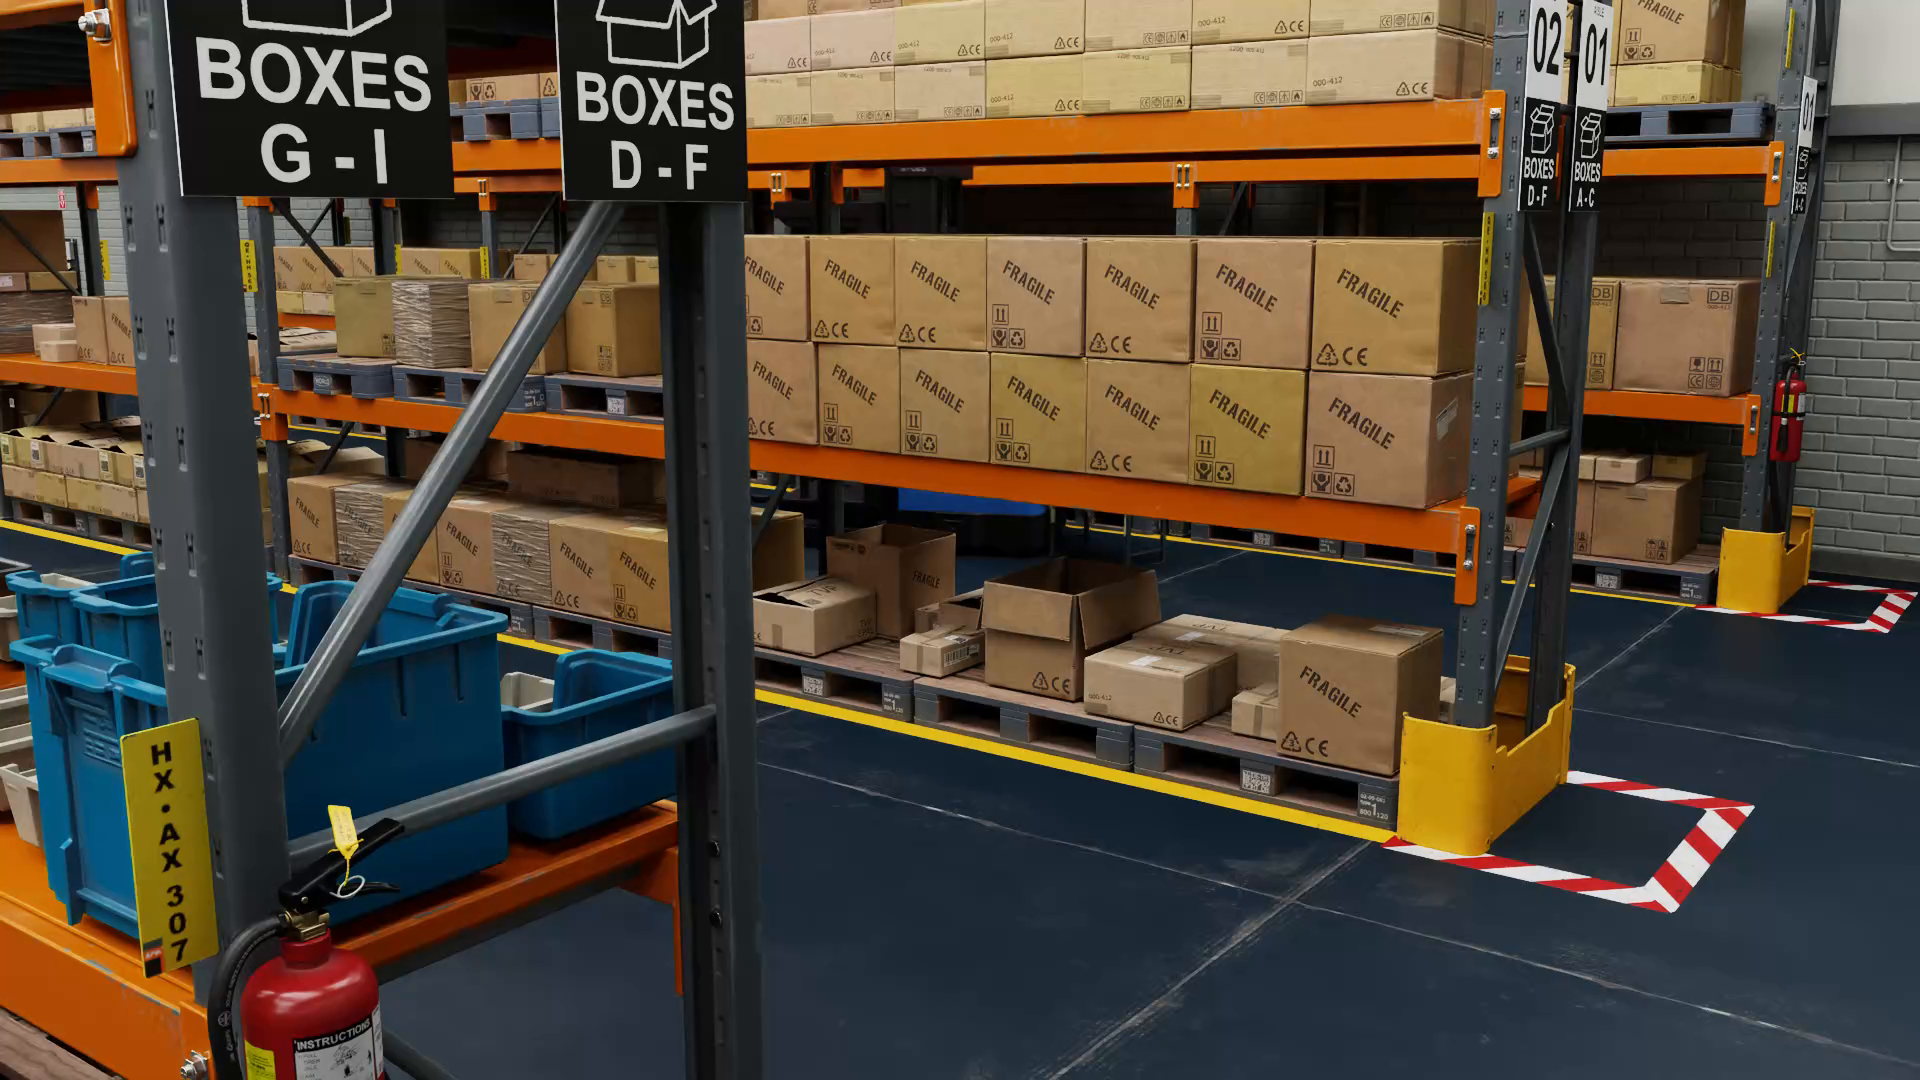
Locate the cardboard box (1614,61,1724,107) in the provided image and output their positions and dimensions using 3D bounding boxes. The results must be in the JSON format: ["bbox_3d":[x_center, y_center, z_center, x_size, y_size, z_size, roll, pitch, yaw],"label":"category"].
[{"bbox_3d":[4.411,-2.821,10.342,0.500,0.250,0.500,8,14,37],"label":"cardboard box"}]

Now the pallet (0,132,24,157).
[{"bbox_3d":[-8.146,-3.236,13.696,1.213,0.211,1.003,8,13,36],"label":"pallet"}]

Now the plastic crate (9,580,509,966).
[{"bbox_3d":[-1.086,0.336,2.644,0.499,0.435,0.616,8,13,36],"label":"plastic crate"}]

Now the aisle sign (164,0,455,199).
[{"bbox_3d":[-0.821,-0.831,2.086,0.004,0.787,0.394,8,13,36],"label":"aisle sign"}]

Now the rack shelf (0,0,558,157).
[{"bbox_3d":[-2.318,-0.952,3.552,4.000,0.370,1.077,8,13,36],"label":"rack shelf"}]

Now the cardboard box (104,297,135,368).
[{"bbox_3d":[-6.005,-1.560,12.432,0.500,0.500,0.500,8,14,36],"label":"cardboard box"}]

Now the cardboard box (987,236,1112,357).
[{"bbox_3d":[0.465,-1.086,7.350,0.500,0.500,0.500,8,14,37],"label":"cardboard box"}]

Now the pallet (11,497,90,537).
[{"bbox_3d":[-6.826,-0.269,13.365,1.213,0.211,1.003,8,13,36],"label":"pallet"}]

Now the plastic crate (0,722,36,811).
[{"bbox_3d":[-1.695,0.393,3.136,0.243,0.136,0.396,8,13,36],"label":"plastic crate"}]

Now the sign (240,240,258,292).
[{"bbox_3d":[-4.545,-1.748,10.622,0.005,0.325,0.100,8,13,36],"label":"sign"}]

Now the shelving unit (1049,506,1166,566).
[{"bbox_3d":[1.041,-0.600,11.685,0.431,1.500,0.755,-10,15,-41],"label":"shelving unit"}]

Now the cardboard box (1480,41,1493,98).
[{"bbox_3d":[1.966,-1.862,6.753,0.500,0.250,0.500,8,13,36],"label":"cardboard box"}]

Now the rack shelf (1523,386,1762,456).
[{"bbox_3d":[3.546,-0.996,11.677,4.000,0.370,1.077,8,13,36],"label":"rack shelf"}]

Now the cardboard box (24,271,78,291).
[{"bbox_3d":[-7.545,-2.143,13.736,0.250,0.149,0.380,8,13,35],"label":"cardboard box"}]

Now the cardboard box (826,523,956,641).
[{"bbox_3d":[-0.368,0.216,8.938,0.500,0.500,0.500,8,13,36],"label":"cardboard box"}]

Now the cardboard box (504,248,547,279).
[{"bbox_3d":[-4.769,-2.863,17.799,0.500,0.500,0.500,8,13,34],"label":"cardboard box"}]

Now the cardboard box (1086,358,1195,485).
[{"bbox_3d":[0.888,-0.538,7.152,0.500,0.500,0.500,8,14,36],"label":"cardboard box"}]

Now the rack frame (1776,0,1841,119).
[{"bbox_3d":[5.158,-4.070,9.876,0.127,3.000,1.000,8,13,36],"label":"rack frame"}]

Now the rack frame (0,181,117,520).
[{"bbox_3d":[-7.443,-1.715,13.498,0.127,3.000,1.000,8,13,36],"label":"rack frame"}]

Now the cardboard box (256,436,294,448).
[{"bbox_3d":[-5.305,-0.616,12.475,0.500,0.311,0.500,7,13,34],"label":"cardboard box"}]

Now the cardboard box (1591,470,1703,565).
[{"bbox_3d":[4.535,-0.167,10.971,0.500,0.500,0.700,8,13,36],"label":"cardboard box"}]

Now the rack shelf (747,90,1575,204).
[{"bbox_3d":[0.617,-1.710,7.470,4.000,0.370,1.077,8,13,36],"label":"rack shelf"}]

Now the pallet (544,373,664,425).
[{"bbox_3d":[-1.574,-0.828,9.418,1.213,0.211,1.003,8,13,36],"label":"pallet"}]

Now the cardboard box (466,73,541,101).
[{"bbox_3d":[-2.434,-2.810,9.629,0.600,0.600,0.600,7,13,33],"label":"cardboard box"}]

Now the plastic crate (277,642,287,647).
[{"bbox_3d":[-1.466,0.289,3.676,0.298,0.136,0.250,8,13,36],"label":"plastic crate"}]

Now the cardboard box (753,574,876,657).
[{"bbox_3d":[-0.785,0.369,8.647,0.500,0.311,0.500,8,13,36],"label":"cardboard box"}]

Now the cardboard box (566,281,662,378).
[{"bbox_3d":[-1.836,-1.226,9.601,0.700,0.500,0.500,-11,15,-44],"label":"cardboard box"}]

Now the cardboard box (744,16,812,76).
[{"bbox_3d":[-0.750,-2.367,8.051,0.500,0.250,0.500,8,13,36],"label":"cardboard box"}]

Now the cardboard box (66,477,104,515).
[{"bbox_3d":[-6.434,-0.373,12.692,0.500,0.250,0.500,7,13,34],"label":"cardboard box"}]

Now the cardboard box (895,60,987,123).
[{"bbox_3d":[0.053,-2.009,7.514,0.500,0.250,0.500,8,13,36],"label":"cardboard box"}]

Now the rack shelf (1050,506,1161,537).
[{"bbox_3d":[1.041,-0.280,11.747,0.431,0.370,0.720,-10,15,-41],"label":"rack shelf"}]

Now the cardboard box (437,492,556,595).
[{"bbox_3d":[-2.771,0.014,9.984,0.500,0.500,0.500,7,13,34],"label":"cardboard box"}]

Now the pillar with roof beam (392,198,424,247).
[{"bbox_3d":[-9.210,-5.264,16.046,0.400,9.000,9.100,8,13,36],"label":"pillar with roof beam"}]

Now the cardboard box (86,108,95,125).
[{"bbox_3d":[-5.938,-3.096,12.028,0.500,0.250,0.500,7,13,31],"label":"cardboard box"}]

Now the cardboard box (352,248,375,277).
[{"bbox_3d":[-6.303,-2.956,18.279,0.500,0.500,0.500,8,14,37],"label":"cardboard box"}]

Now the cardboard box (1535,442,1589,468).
[{"bbox_3d":[4.144,-0.587,11.435,0.250,0.149,0.380,8,14,36],"label":"cardboard box"}]

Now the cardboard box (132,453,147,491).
[{"bbox_3d":[-5.615,-0.533,12.043,0.500,0.311,0.500,8,13,35],"label":"cardboard box"}]

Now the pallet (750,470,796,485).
[{"bbox_3d":[-1.919,-0.743,15.816,1.213,0.211,1.003,8,13,36],"label":"pallet"}]

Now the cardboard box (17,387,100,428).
[{"bbox_3d":[-7.631,-1.040,14.165,0.500,0.500,0.500,8,13,36],"label":"cardboard box"}]

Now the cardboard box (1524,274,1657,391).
[{"bbox_3d":[4.148,-1.408,11.120,0.700,0.700,0.980,8,13,35],"label":"cardboard box"}]

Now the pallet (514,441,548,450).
[{"bbox_3d":[-3.885,-1.018,17.233,1.213,0.211,1.003,8,13,36],"label":"pallet"}]

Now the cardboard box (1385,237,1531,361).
[{"bbox_3d":[2.028,-0.996,6.886,0.500,0.500,0.500,8,14,37],"label":"cardboard box"}]

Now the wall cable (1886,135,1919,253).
[{"bbox_3d":[6.750,-1.624,10.354,1.851,1.984,0.084,8,13,36],"label":"wall cable"}]

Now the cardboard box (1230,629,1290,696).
[{"bbox_3d":[1.556,0.607,7.575,0.500,0.250,0.500,8,13,36],"label":"cardboard box"}]

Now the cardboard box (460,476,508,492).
[{"bbox_3d":[-2.909,-0.127,10.710,0.500,0.500,0.500,7,13,34],"label":"cardboard box"}]

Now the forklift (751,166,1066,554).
[{"bbox_3d":[-0.765,-1.468,12.400,3.031,2.935,1.130,3,11,13],"label":"forklift"}]

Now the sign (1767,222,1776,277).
[{"bbox_3d":[4.826,-1.728,9.892,0.005,0.325,0.100,8,13,36],"label":"sign"}]

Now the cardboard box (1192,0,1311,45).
[{"bbox_3d":[1.261,-2.085,6.593,0.500,0.250,0.500,8,13,36],"label":"cardboard box"}]

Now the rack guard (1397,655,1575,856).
[{"bbox_3d":[2.168,0.853,6.806,0.348,0.500,1.175,8,13,36],"label":"rack guard"}]

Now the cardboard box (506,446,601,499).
[{"bbox_3d":[-2.451,-0.433,10.319,0.500,0.250,0.500,8,13,34],"label":"cardboard box"}]

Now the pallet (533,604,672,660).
[{"bbox_3d":[-1.673,0.468,9.556,1.213,0.211,1.003,8,13,36],"label":"pallet"}]
